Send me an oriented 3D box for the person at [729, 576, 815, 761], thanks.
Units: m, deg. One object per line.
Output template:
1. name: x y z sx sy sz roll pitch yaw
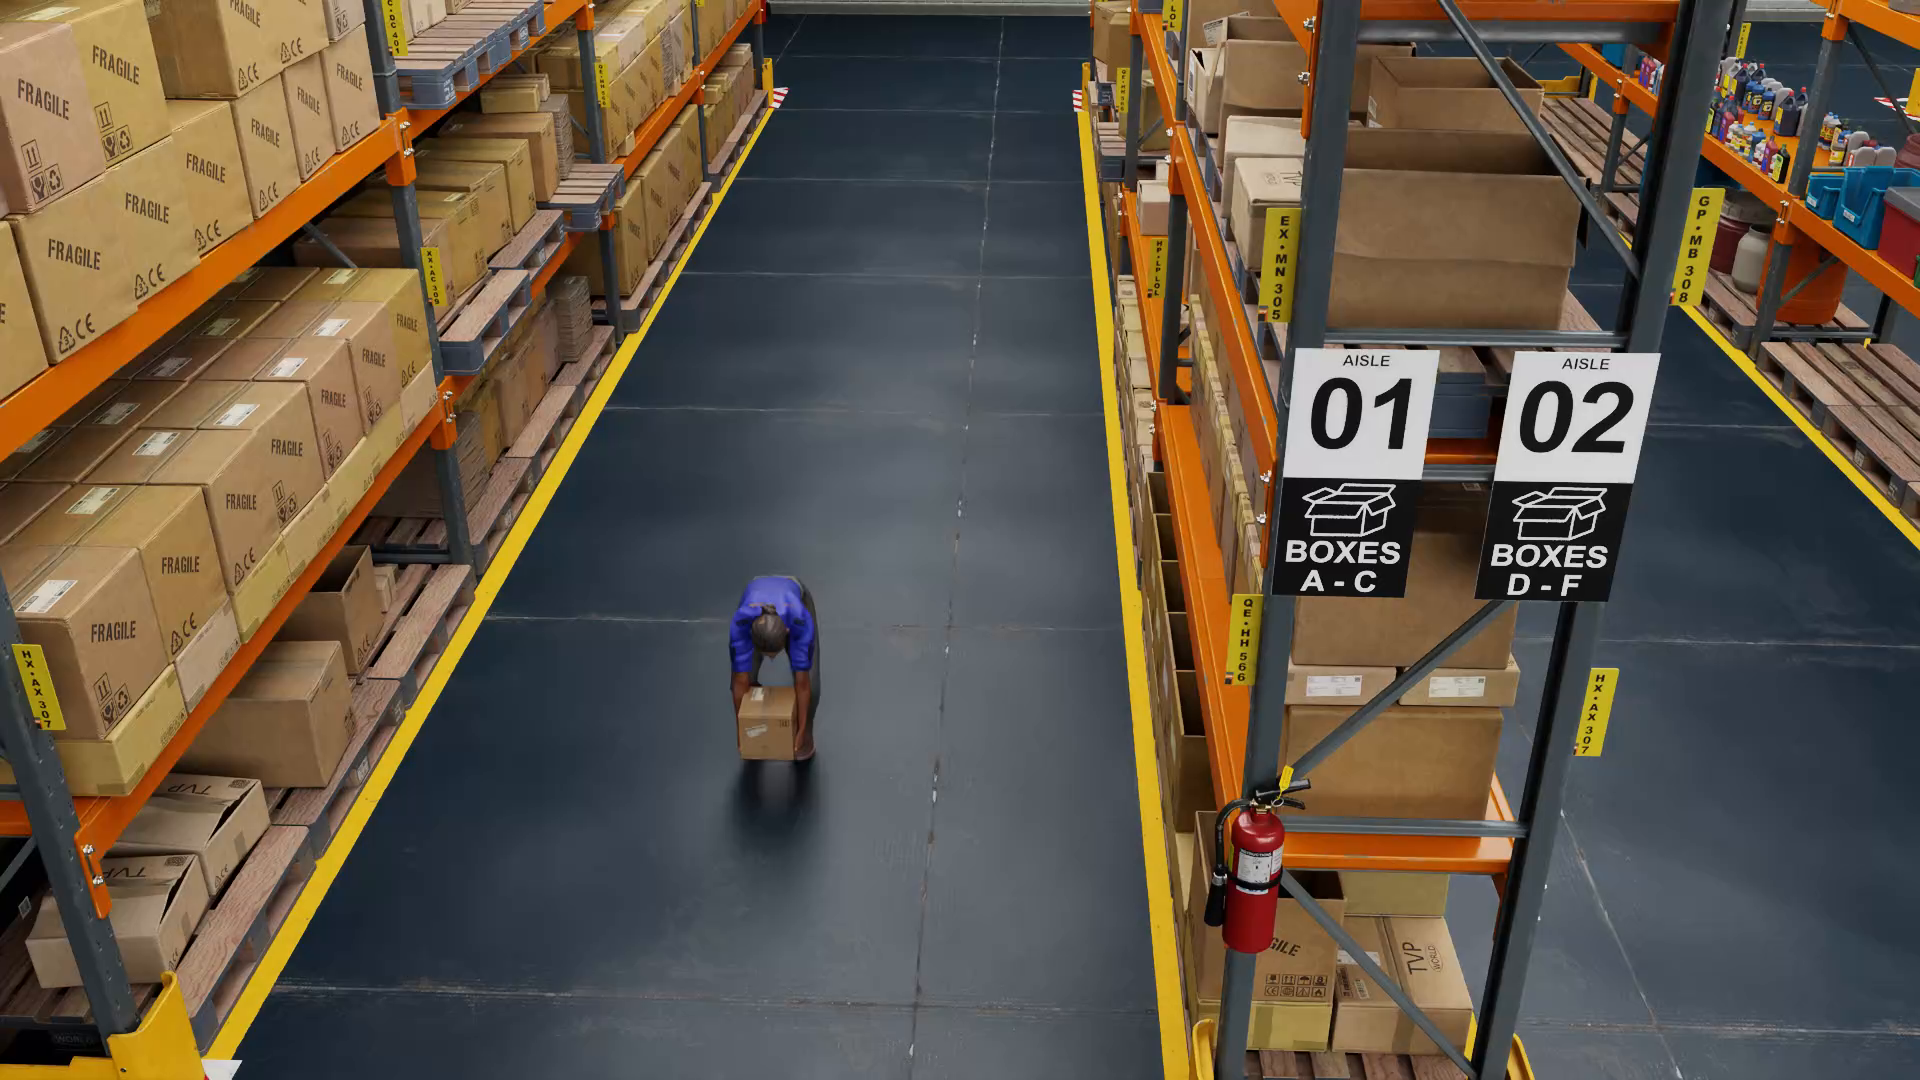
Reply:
1. person: -0.888 0.671 8.037 0.406 1.035 0.726 0 28 -1
